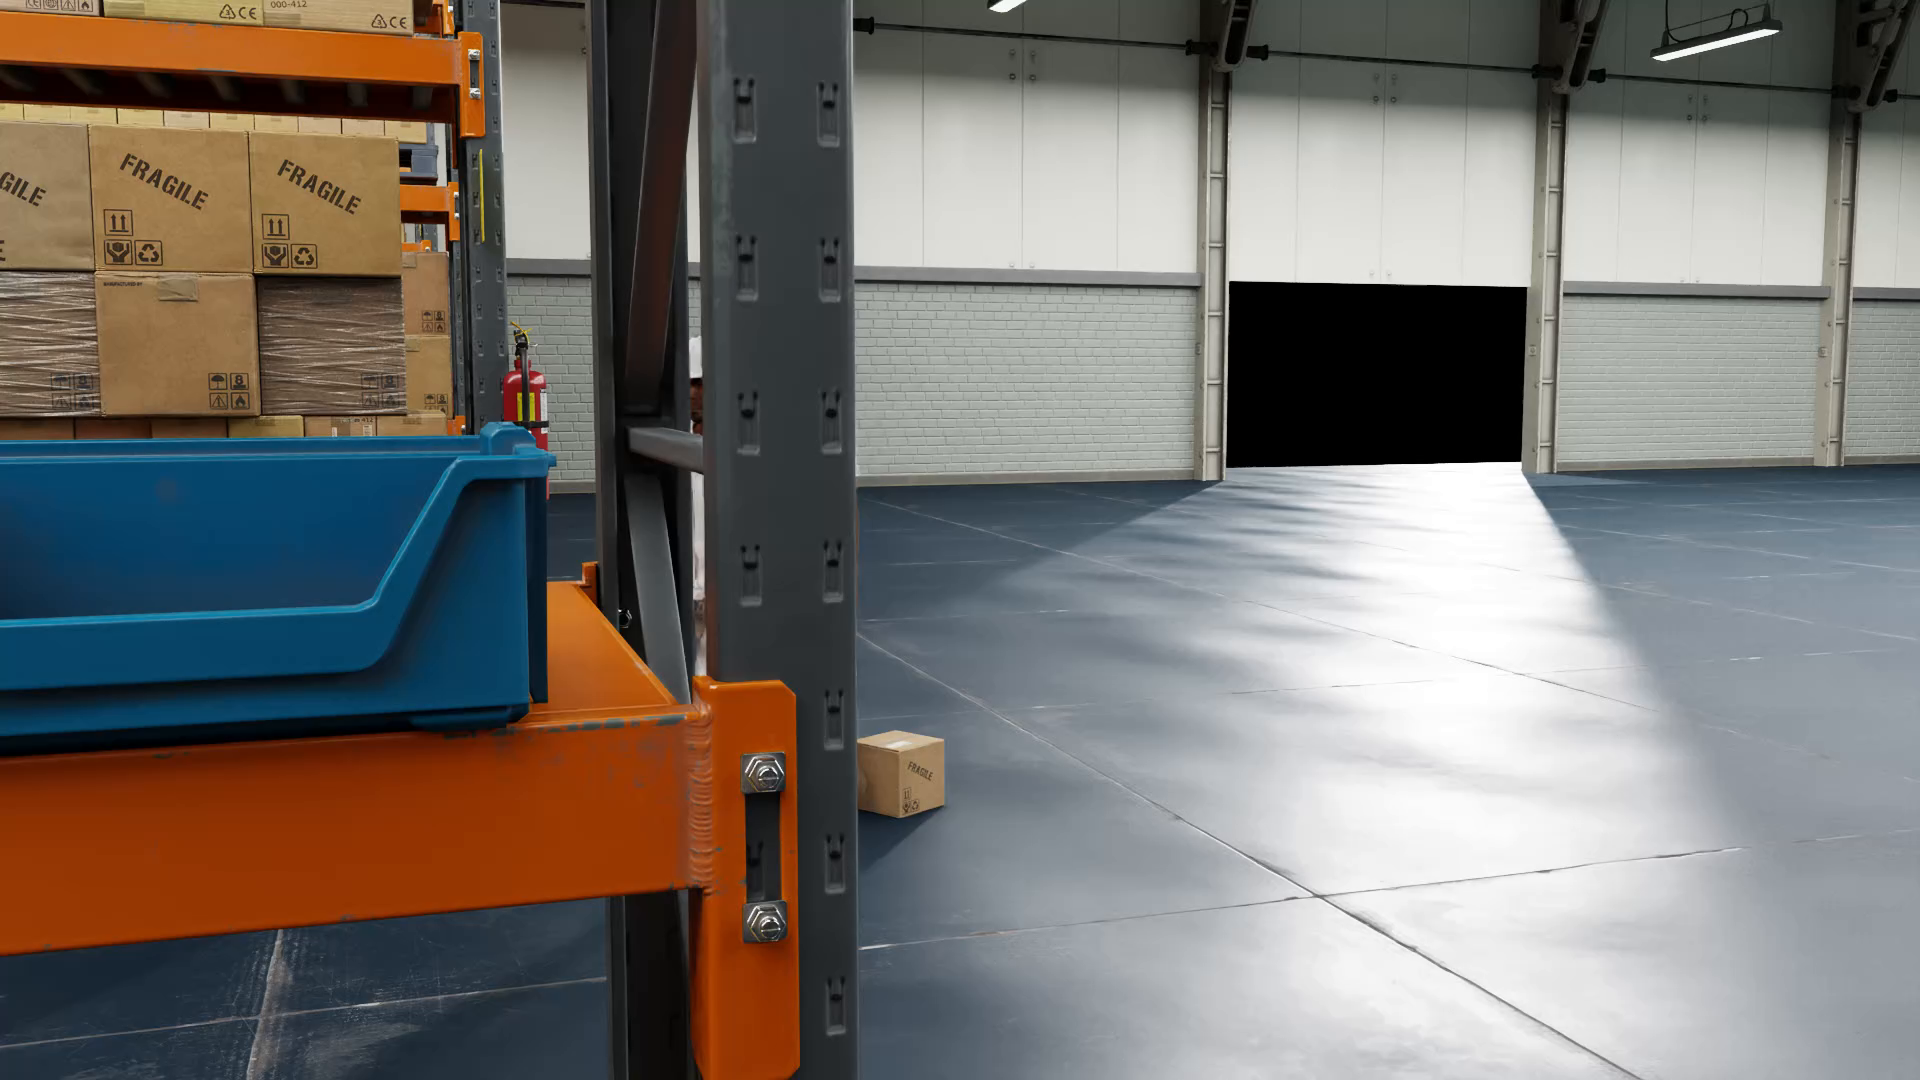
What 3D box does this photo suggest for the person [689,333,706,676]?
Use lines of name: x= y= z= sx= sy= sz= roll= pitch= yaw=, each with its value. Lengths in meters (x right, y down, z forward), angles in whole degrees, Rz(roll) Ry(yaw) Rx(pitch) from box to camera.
person: x=-0.841 y=0.162 z=5.681 sx=0.585 sy=1.723 sz=1.039 roll=5 pitch=7 yaw=40
